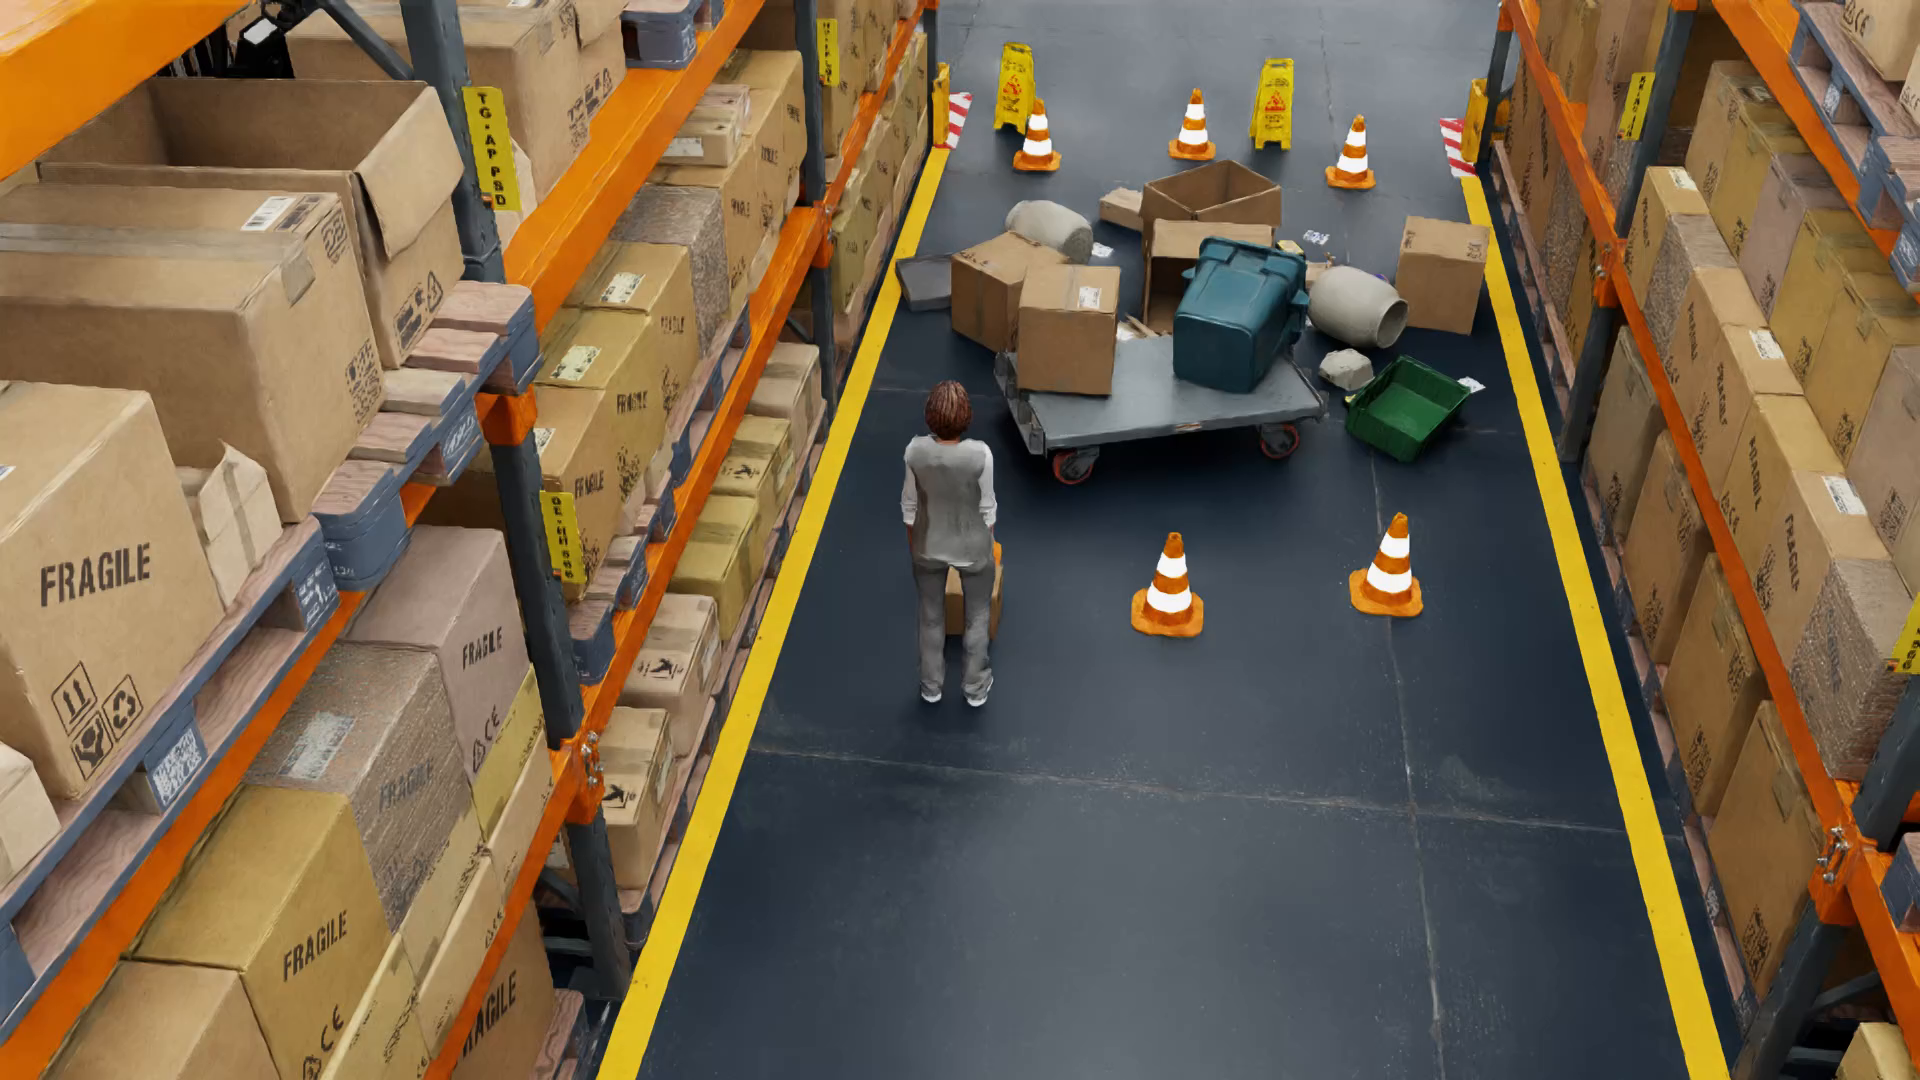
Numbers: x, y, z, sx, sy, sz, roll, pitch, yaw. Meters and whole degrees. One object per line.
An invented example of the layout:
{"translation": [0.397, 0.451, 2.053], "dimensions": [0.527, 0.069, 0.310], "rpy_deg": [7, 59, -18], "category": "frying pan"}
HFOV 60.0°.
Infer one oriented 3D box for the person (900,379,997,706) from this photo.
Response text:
{"translation": [-0.047, 0.029, 7.016], "dimensions": [0.407, 1.589, 0.299], "rpy_deg": [5, 37, 7], "category": "person"}
